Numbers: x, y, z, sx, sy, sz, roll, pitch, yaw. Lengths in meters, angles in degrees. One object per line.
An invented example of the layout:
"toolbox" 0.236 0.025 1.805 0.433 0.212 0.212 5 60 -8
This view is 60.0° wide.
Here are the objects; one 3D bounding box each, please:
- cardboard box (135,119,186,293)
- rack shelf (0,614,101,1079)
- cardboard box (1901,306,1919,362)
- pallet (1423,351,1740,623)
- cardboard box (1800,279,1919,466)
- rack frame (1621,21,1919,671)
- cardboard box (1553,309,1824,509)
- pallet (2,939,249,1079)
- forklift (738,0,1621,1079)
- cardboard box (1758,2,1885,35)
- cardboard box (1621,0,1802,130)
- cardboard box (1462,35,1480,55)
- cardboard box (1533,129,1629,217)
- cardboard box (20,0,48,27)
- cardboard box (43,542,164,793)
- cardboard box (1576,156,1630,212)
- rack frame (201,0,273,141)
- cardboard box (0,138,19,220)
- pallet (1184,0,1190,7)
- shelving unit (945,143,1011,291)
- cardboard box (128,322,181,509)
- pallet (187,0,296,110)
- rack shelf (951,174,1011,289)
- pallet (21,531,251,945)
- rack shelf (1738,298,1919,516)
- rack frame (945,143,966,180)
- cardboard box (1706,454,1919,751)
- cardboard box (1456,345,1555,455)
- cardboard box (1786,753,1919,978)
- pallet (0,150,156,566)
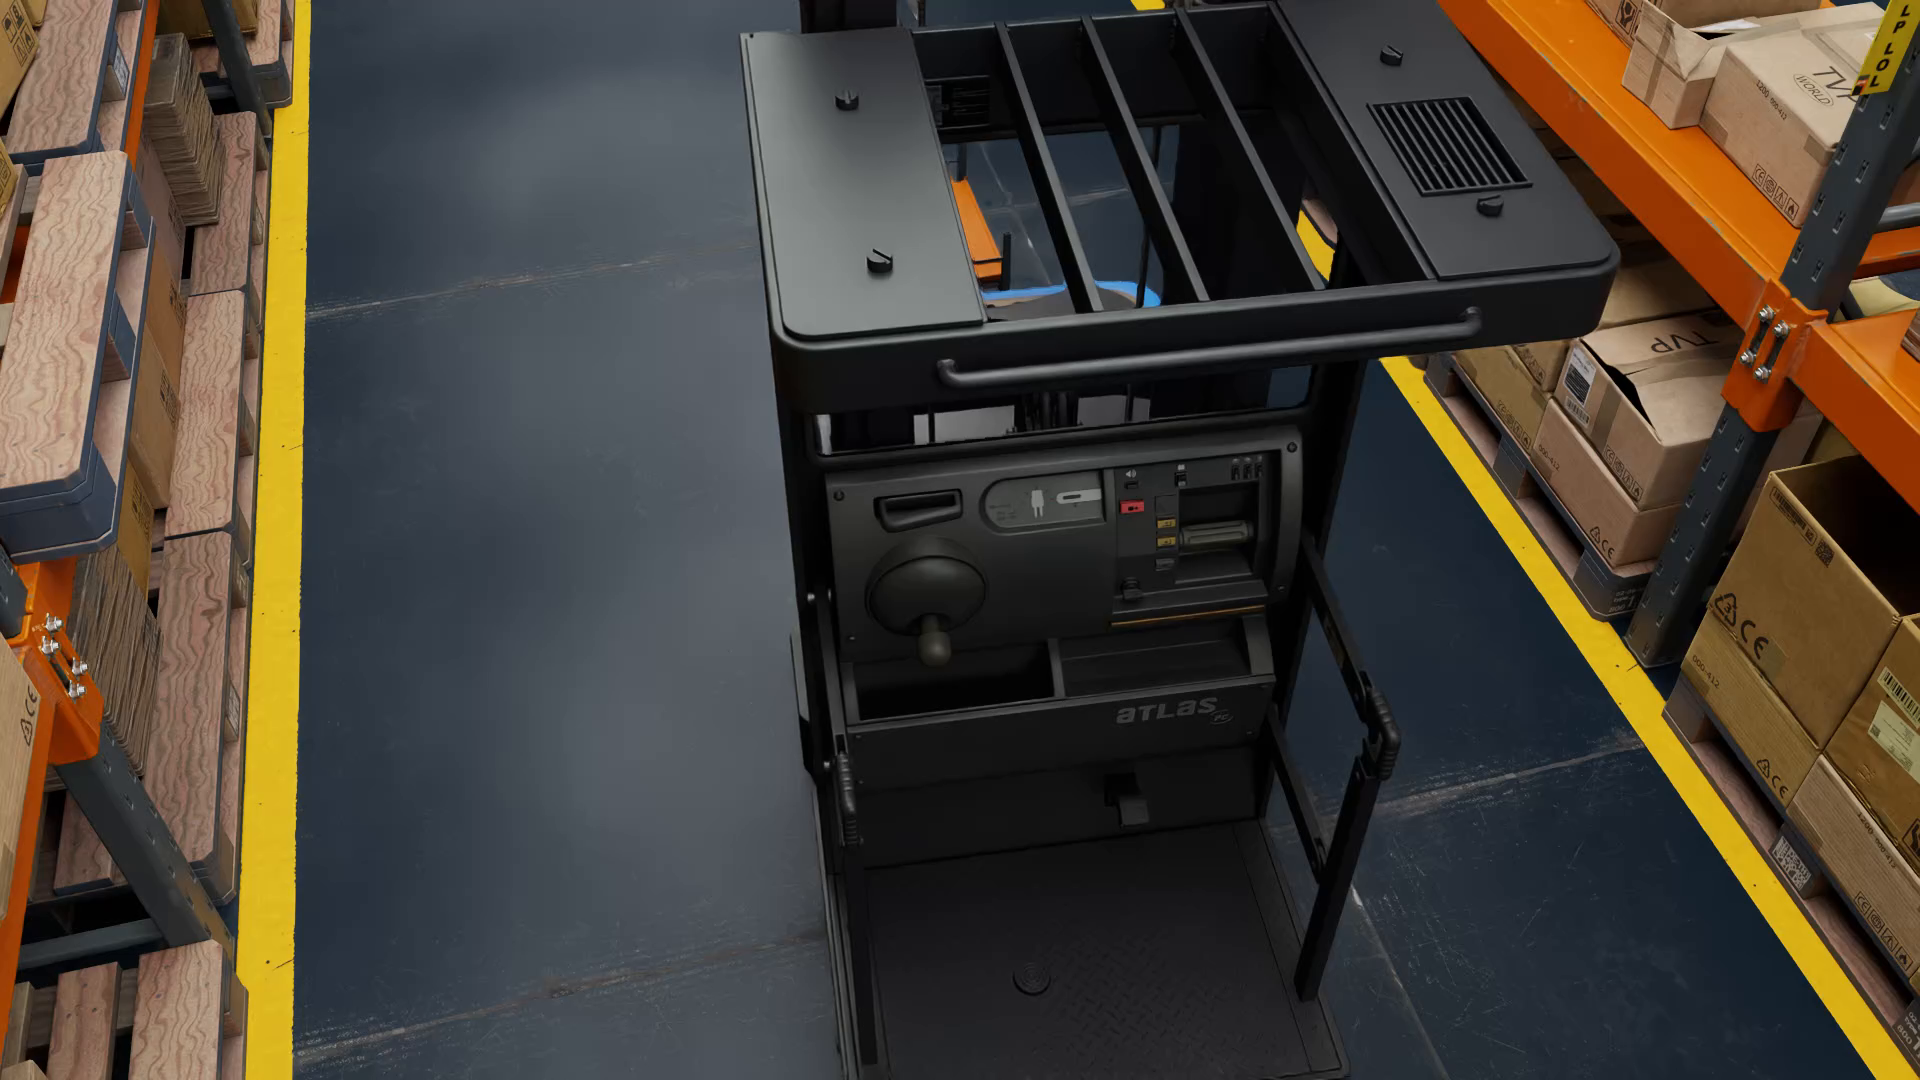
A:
"cardboard box" -3.086 -1.068 5.638 0.700 0.500 0.500 -11 47 -10
"rack shelf" -1.804 1.741 1.947 1.077 0.370 4.000 -11 47 -10
"cardboard box" 2.591 -0.529 3.599 0.700 0.500 0.500 -12 47 -11
"pallet" 2.245 -0.325 5.421 1.003 0.211 1.213 -11 47 -10
"cardboard box" 2.606 -0.511 4.890 0.500 0.311 0.500 -11 47 -10
"rack frame" 2.471 -0.800 3.933 1.000 3.000 0.127 -11 47 -10
"cardboard box" 2.091 -0.408 4.788 0.500 0.311 0.500 -11 47 -10
"pallet" -2.110 1.542 3.591 1.003 0.211 1.213 -11 47 -10
"forklift" 0.246 0.109 3.091 1.130 2.935 3.031 -6 46 -6
"cardboard box" 2.442 -1.361 4.659 0.380 0.149 0.250 -11 47 -10
"cardboard box" 2.069 -1.326 4.543 0.396 0.266 0.258 -12 47 -11
"cardboard box" 1.569 -1.813 6.165 0.500 0.311 0.500 -12 47 -11
"cardboard box" 1.826 -1.111 5.477 0.500 0.311 0.500 -11 47 -10
"cardboard box" -2.870 -1.663 4.402 0.700 0.500 0.500 -11 47 -10
"cardboard box" -2.521 0.324 4.274 0.700 0.500 0.500 -9 46 -9
"cardboard box" 2.350 -1.215 5.579 0.500 0.311 0.500 -12 47 -12
"rack frame" -3.340 -2.653 5.750 1.000 3.000 0.127 -11 47 -10
"cardboard box" -2.550 -0.825 3.580 0.700 0.500 0.500 -6 46 -6
"pallet" 1.620 -2.010 7.072 1.003 0.211 1.213 -11 47 -10
"shelving unit" -0.043 -0.542 4.941 0.258 1.200 0.503 -10 46 -10
"cardboard box" -2.793 -0.383 4.967 0.700 0.500 0.500 -10 46 -10
"pallet" -3.469 -2.235 7.293 1.003 0.211 1.213 -11 47 -10
"rack shelf" -0.043 -0.817 4.660 0.258 0.148 0.480 -10 46 -10
"pallet" -2.517 0.547 4.566 1.003 0.211 1.213 -11 47 -10
"rack shelf" 2.983 0.833 2.837 1.077 0.370 4.000 -11 47 -10
"rack frame" -0.101 -0.711 5.107 0.240 1.200 0.015 -10 46 -10
"cardboard box" 2.287 0.131 4.128 0.500 0.500 0.500 -11 47 -10
"cardboard box" 1.957 -0.567 5.337 0.500 0.250 0.500 -11 47 -11
"cardboard box" 2.420 0.737 4.058 0.500 0.250 0.500 -11 47 -10
"pallet" -2.371 -0.379 3.655 1.003 0.211 1.213 -11 47 -10
